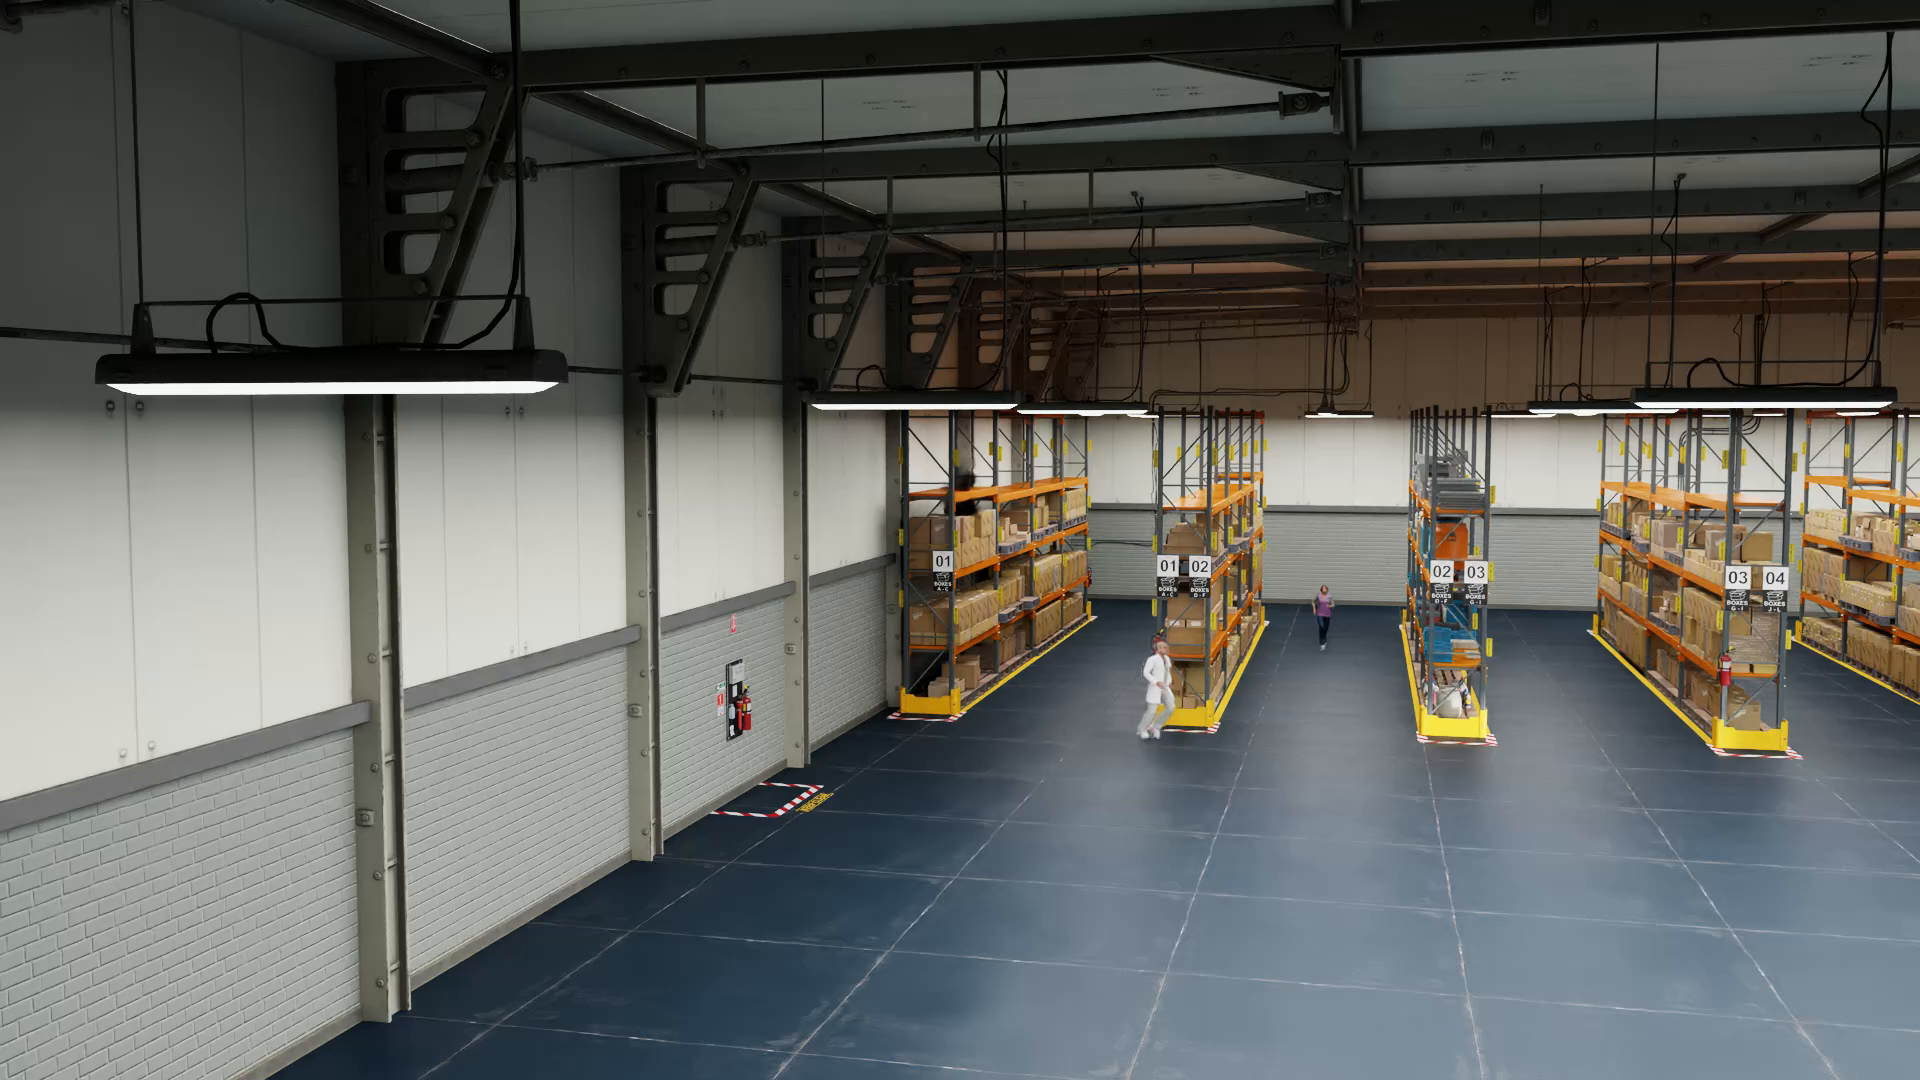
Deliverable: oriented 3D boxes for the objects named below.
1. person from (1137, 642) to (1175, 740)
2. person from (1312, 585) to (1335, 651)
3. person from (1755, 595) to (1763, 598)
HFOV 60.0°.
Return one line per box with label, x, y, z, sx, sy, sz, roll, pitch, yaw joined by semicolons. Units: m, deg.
person;3.603;2.710;29.999;0.774;1.751;0.672;-3;5;-36
person;9.093;1.922;41.597;0.522;1.618;0.822;0;4;0
person;20.995;1.679;44.156;0.934;1.723;0.747;-1;4;-8
